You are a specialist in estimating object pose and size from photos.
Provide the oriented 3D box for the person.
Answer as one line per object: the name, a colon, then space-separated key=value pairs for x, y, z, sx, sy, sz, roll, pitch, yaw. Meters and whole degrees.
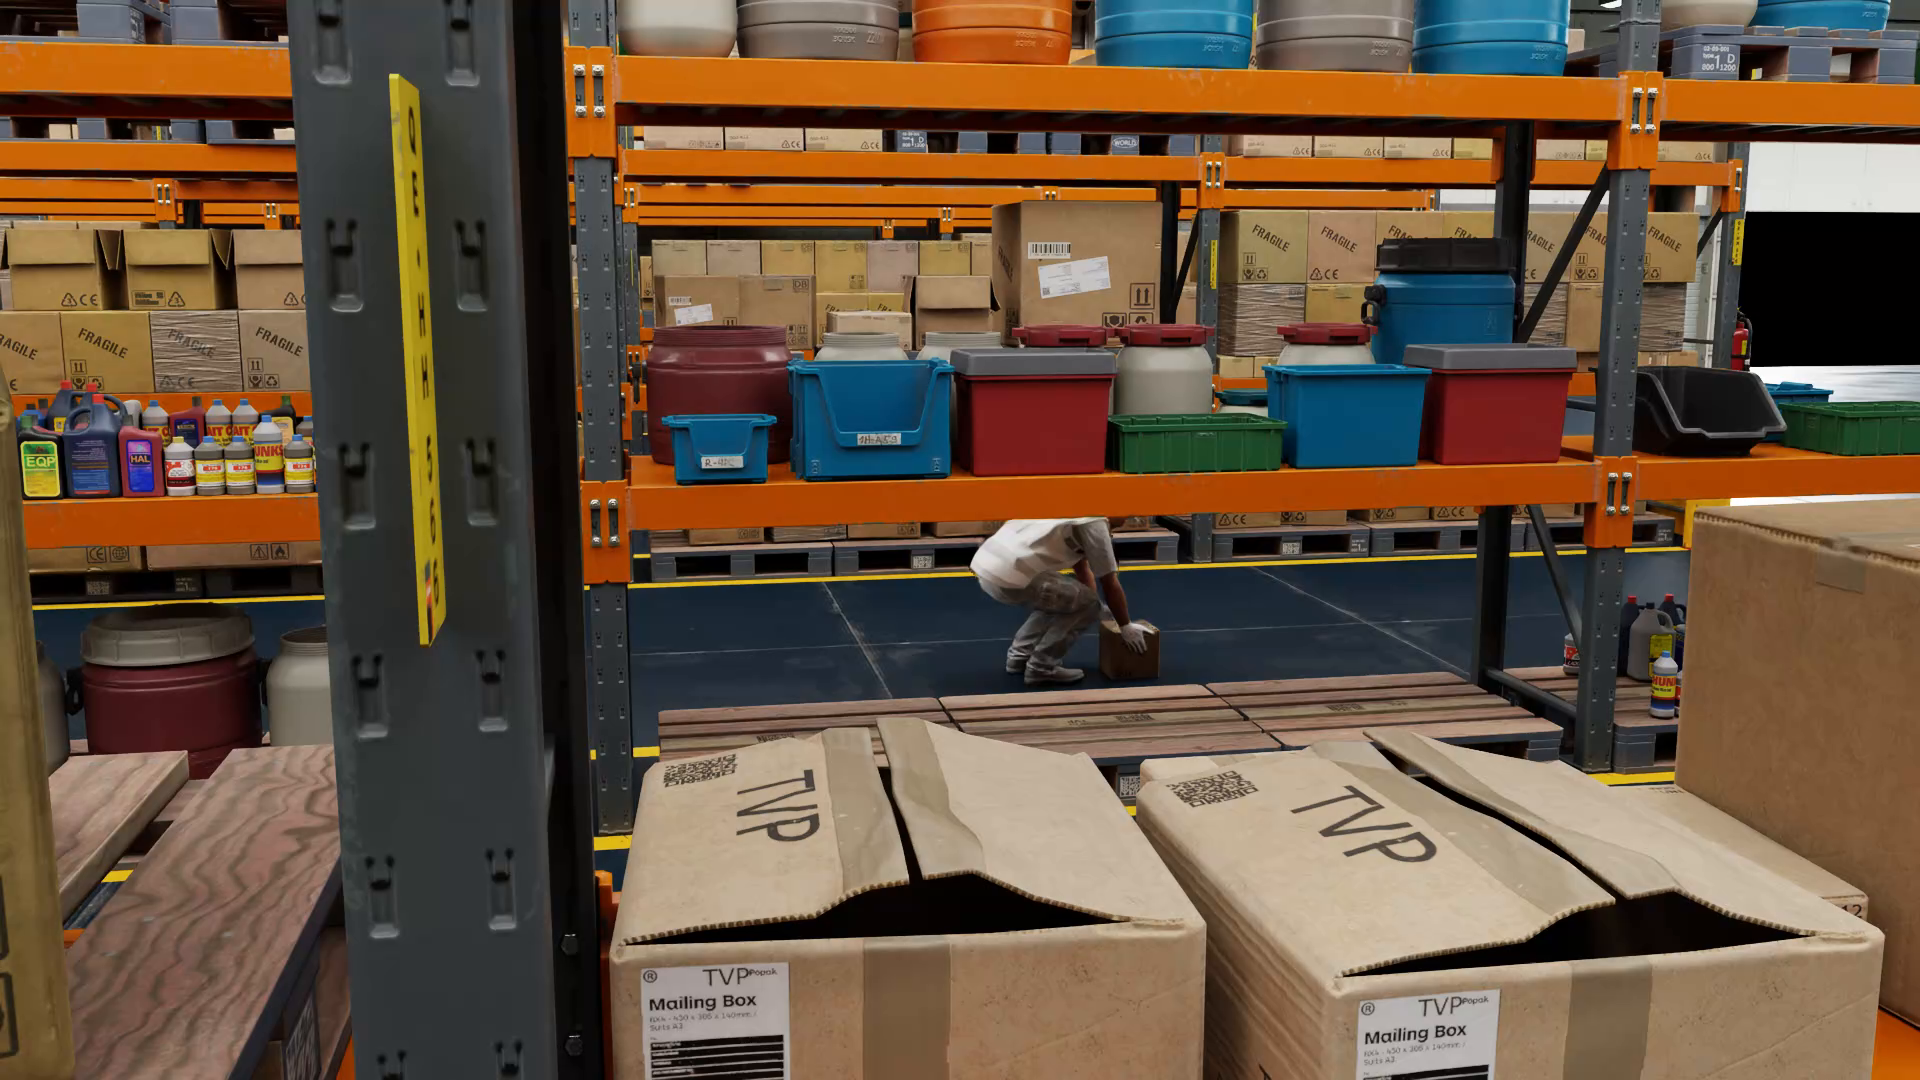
person: x=0.502 y=0.195 z=8.501 sx=0.902 sy=1.014 sz=0.574 roll=-2 pitch=10 yaw=-11
